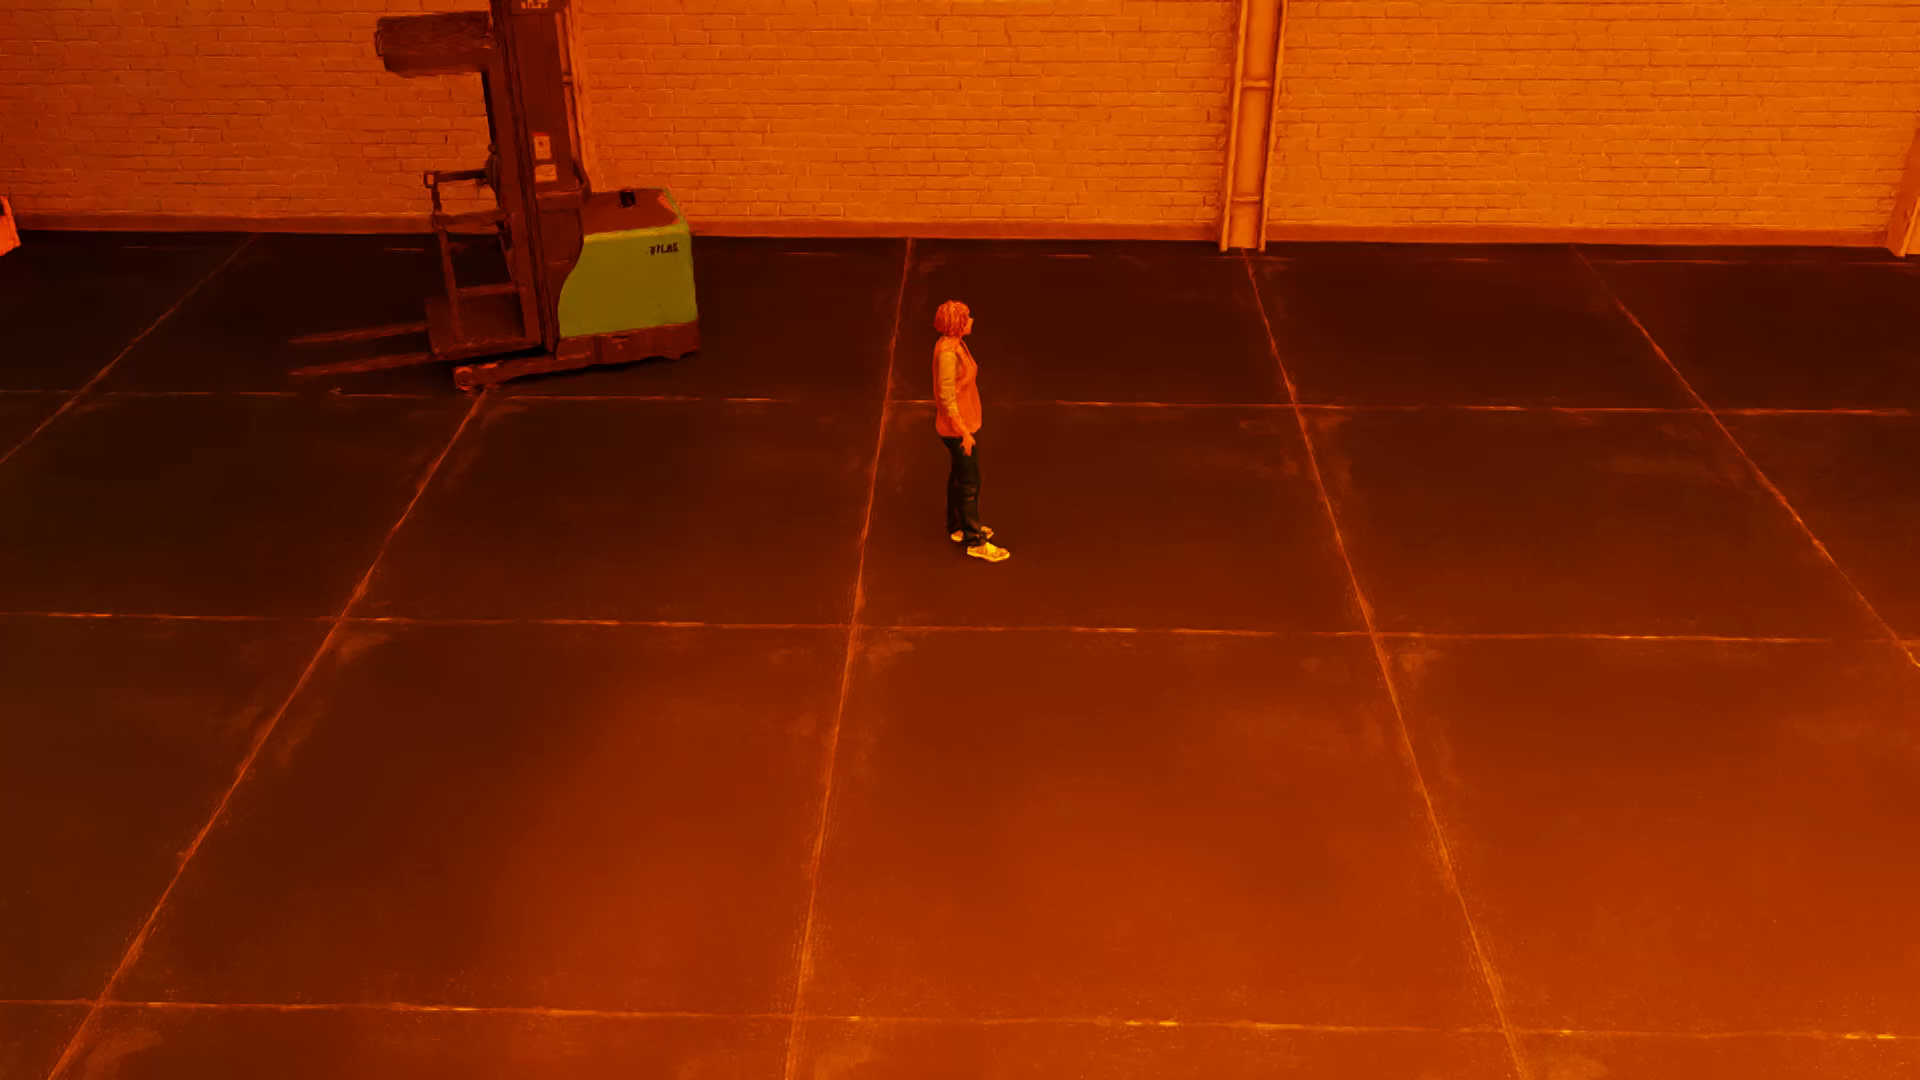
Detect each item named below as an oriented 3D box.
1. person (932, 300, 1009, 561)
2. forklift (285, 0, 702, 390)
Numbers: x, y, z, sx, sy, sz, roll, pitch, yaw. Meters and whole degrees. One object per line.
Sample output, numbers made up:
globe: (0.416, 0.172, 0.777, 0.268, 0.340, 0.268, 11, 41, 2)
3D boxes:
person: (0.074, -0.686, 10.077, 0.474, 1.597, 0.520, 1, 31, 1)
forklift: (-3.581, -2.682, 12.162, 3.031, 2.935, 1.130, -10, 32, -16)
